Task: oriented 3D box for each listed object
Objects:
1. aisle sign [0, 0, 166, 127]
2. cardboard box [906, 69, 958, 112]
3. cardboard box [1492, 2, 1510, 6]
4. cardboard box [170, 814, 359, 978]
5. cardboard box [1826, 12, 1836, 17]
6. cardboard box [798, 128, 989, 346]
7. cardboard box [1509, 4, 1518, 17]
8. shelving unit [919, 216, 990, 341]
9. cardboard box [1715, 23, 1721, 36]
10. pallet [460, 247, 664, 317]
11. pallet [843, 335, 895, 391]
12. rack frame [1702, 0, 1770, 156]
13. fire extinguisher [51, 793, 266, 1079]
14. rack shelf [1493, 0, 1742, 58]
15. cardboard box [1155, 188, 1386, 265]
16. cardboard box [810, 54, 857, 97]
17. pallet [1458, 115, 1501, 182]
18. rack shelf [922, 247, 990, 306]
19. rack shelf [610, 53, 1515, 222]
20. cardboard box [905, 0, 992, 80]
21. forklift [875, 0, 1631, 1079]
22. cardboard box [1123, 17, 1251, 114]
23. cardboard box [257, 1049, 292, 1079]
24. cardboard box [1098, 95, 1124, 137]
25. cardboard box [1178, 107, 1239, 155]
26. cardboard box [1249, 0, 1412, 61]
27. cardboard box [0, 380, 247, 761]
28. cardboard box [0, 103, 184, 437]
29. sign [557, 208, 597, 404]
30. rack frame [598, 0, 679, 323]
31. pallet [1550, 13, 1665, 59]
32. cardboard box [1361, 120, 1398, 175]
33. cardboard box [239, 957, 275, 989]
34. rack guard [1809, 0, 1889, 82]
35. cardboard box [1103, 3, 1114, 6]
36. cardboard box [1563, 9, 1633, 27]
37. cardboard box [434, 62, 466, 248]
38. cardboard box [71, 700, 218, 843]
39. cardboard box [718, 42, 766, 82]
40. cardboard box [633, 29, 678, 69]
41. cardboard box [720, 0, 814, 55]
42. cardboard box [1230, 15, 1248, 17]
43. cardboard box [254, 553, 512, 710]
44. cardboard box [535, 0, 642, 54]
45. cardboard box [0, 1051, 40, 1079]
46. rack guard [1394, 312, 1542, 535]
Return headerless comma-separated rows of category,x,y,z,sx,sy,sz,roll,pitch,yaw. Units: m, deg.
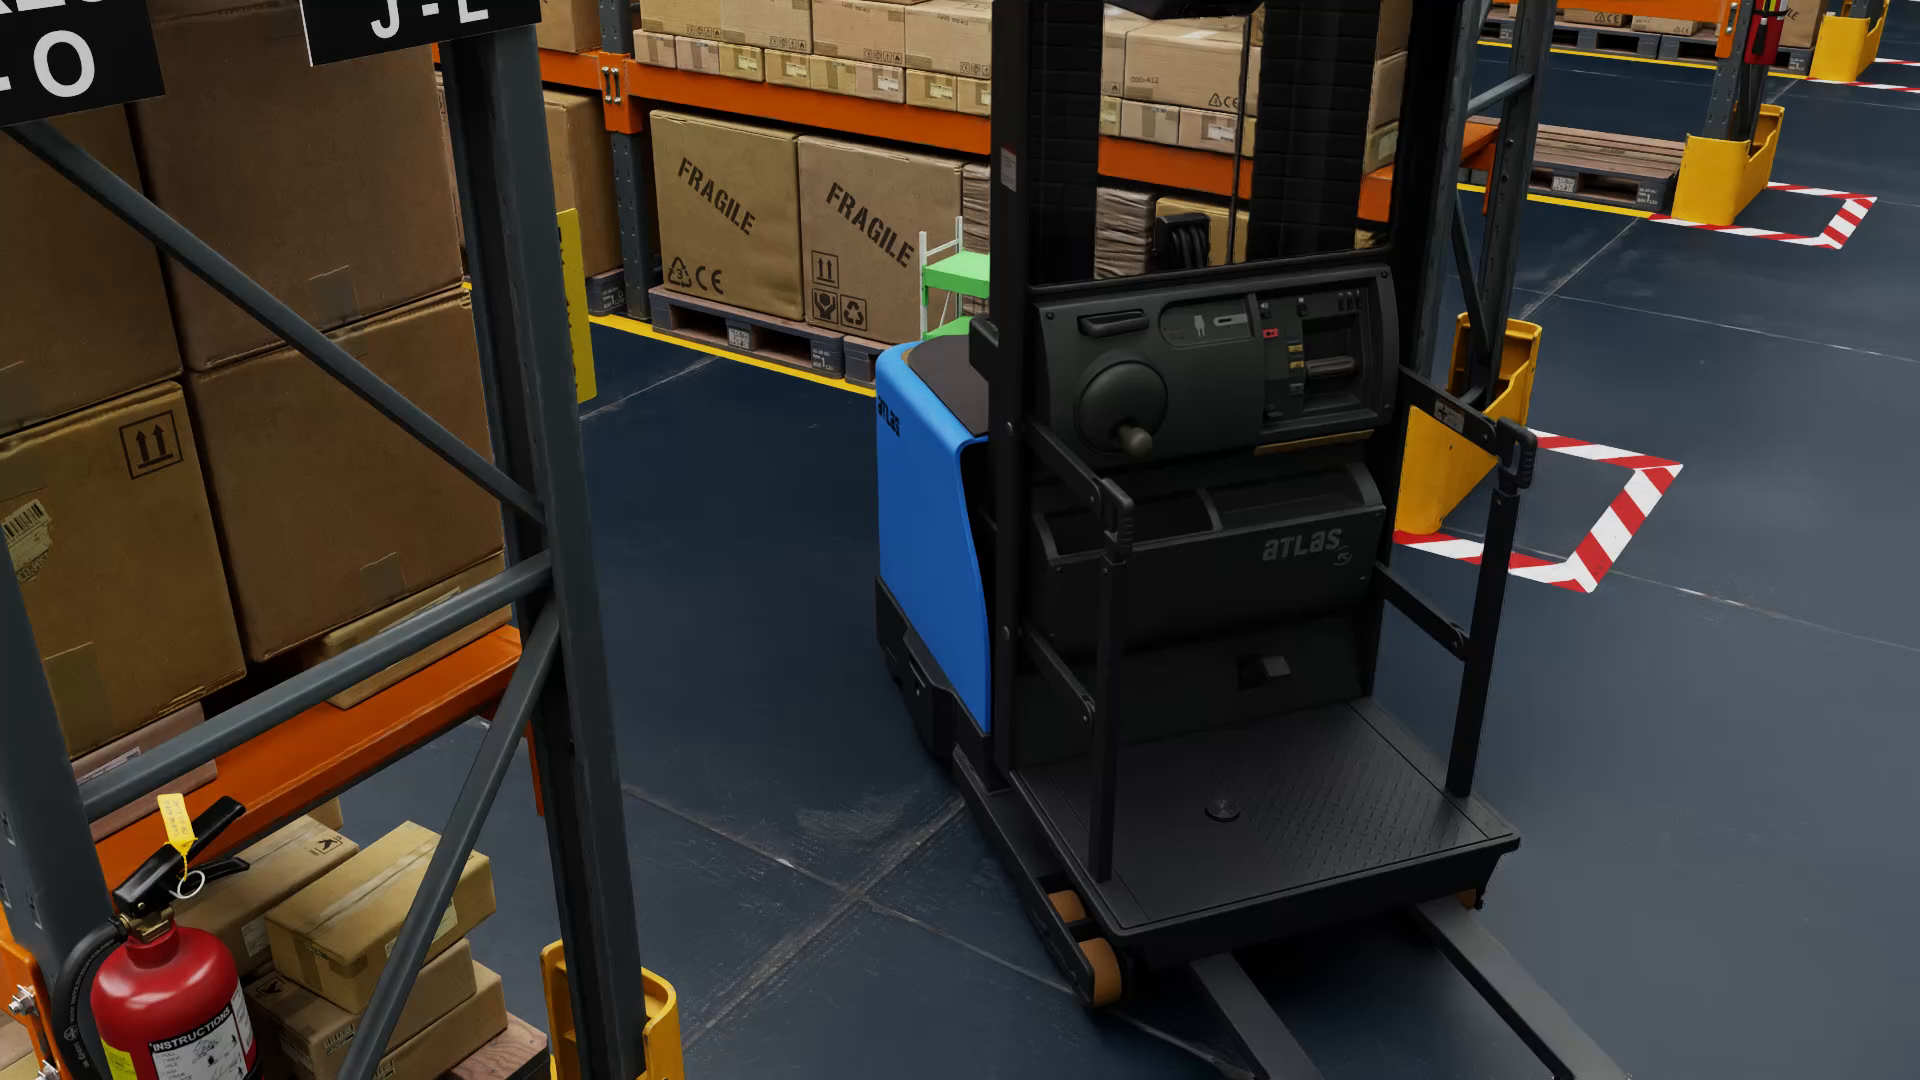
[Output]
aisle sign,-1.064,-0.811,1.670,0.004,0.787,0.394,17,32,30
cardboard box,-0.019,-1.927,7.006,0.250,0.149,0.380,16,31,29
cardboard box,5.225,-5.153,15.726,0.250,0.149,0.380,17,32,30
cardboard box,-1.489,0.748,3.498,0.250,0.149,0.380,18,32,31
cardboard box,7.398,-4.476,14.396,0.250,0.149,0.380,17,32,30
cardboard box,-0.120,-1.448,7.669,0.875,0.875,0.875,17,32,30
cardboard box,5.194,-4.868,15.146,0.250,0.166,0.380,17,32,30
shelving unit,0.136,-0.492,5.894,0.503,1.200,0.258,17,32,30
cardboard box,6.678,-4.433,14.292,0.250,0.166,0.380,17,32,30
pallet,-2.039,-1.566,9.094,1.213,0.211,1.003,17,32,30
pallet,0.232,-0.858,7.704,1.213,0.211,1.003,17,32,30
rack frame,4.741,-3.463,9.748,0.127,3.000,1.000,17,32,30
fire extinguisher,-1.008,0.655,2.153,0.183,0.674,0.296,17,32,30
rack shelf,3.093,-3.656,10.920,4.000,0.370,1.077,17,32,30
cardboard box,1.364,-0.986,6.760,0.875,0.875,0.875,17,32,30
cardboard box,-0.442,-2.059,7.266,0.250,0.149,0.380,17,31,30
pallet,3.082,-2.760,11.441,1.213,0.211,1.003,17,32,30
rack shelf,0.136,-0.863,5.706,0.480,0.148,0.258,17,32,30
rack shelf,0.288,-1.805,7.282,4.000,0.370,1.077,17,32,30
cardboard box,0.118,-2.096,6.898,0.500,0.250,0.500,17,32,30
forklift,0.702,-0.386,3.777,1.130,2.935,3.031,-9,28,-17
cardboard box,0.969,-1.833,6.382,0.500,0.250,0.500,17,31,29
cardboard box,-1.467,1.009,3.640,0.250,0.149,0.380,17,32,30
cardboard box,0.614,-1.730,6.619,0.250,0.149,0.380,17,31,29
cardboard box,1.034,-1.599,6.362,0.250,0.149,0.380,17,32,30
cardboard box,1.386,-2.038,5.959,0.500,0.500,0.500,18,32,31
cardboard box,-1.471,0.020,2.464,0.500,0.500,0.500,18,32,31
cardboard box,-1.473,-0.430,2.248,0.500,0.500,0.500,17,31,29
sign,-0.648,-0.372,2.719,0.005,0.325,0.100,17,32,30
rack frame,-1.360,-2.639,8.128,0.127,3.000,1.000,17,32,30
pallet,5.827,-4.609,15.074,1.213,0.211,1.003,17,32,30
cardboard box,1.457,-1.468,6.104,0.250,0.149,0.380,18,32,31
cardboard box,-1.435,0.846,3.633,0.250,0.149,0.380,17,32,30
rack guard,7.486,-4.220,13.990,0.348,0.500,1.175,17,32,30
cardboard box,0.850,-2.163,7.030,0.500,0.250,0.500,16,31,29
cardboard box,5.803,-4.944,14.926,0.637,0.503,0.797,17,32,30
cardboard box,-2.636,-2.265,9.273,0.875,0.875,1.225,16,31,29
cardboard box,-1.383,0.351,2.531,0.250,0.149,0.380,17,32,30
cardboard box,-0.871,-2.192,7.526,0.250,0.149,0.380,18,32,32
cardboard box,-1.305,-2.326,7.791,0.250,0.149,0.380,17,32,30
cardboard box,-0.714,-2.356,7.410,0.500,0.250,0.500,17,32,30
cardboard box,1.282,-2.364,6.599,0.500,0.500,0.500,16,31,29
cardboard box,-1.036,0.123,2.978,0.250,0.149,0.380,17,32,30
cardboard box,-1.900,-2.701,8.141,0.500,0.500,0.500,17,32,30
cardboard box,-1.534,0.994,3.014,0.250,0.149,0.380,18,32,31
rack guard,1.957,-0.491,6.664,0.348,0.500,1.175,17,32,30
